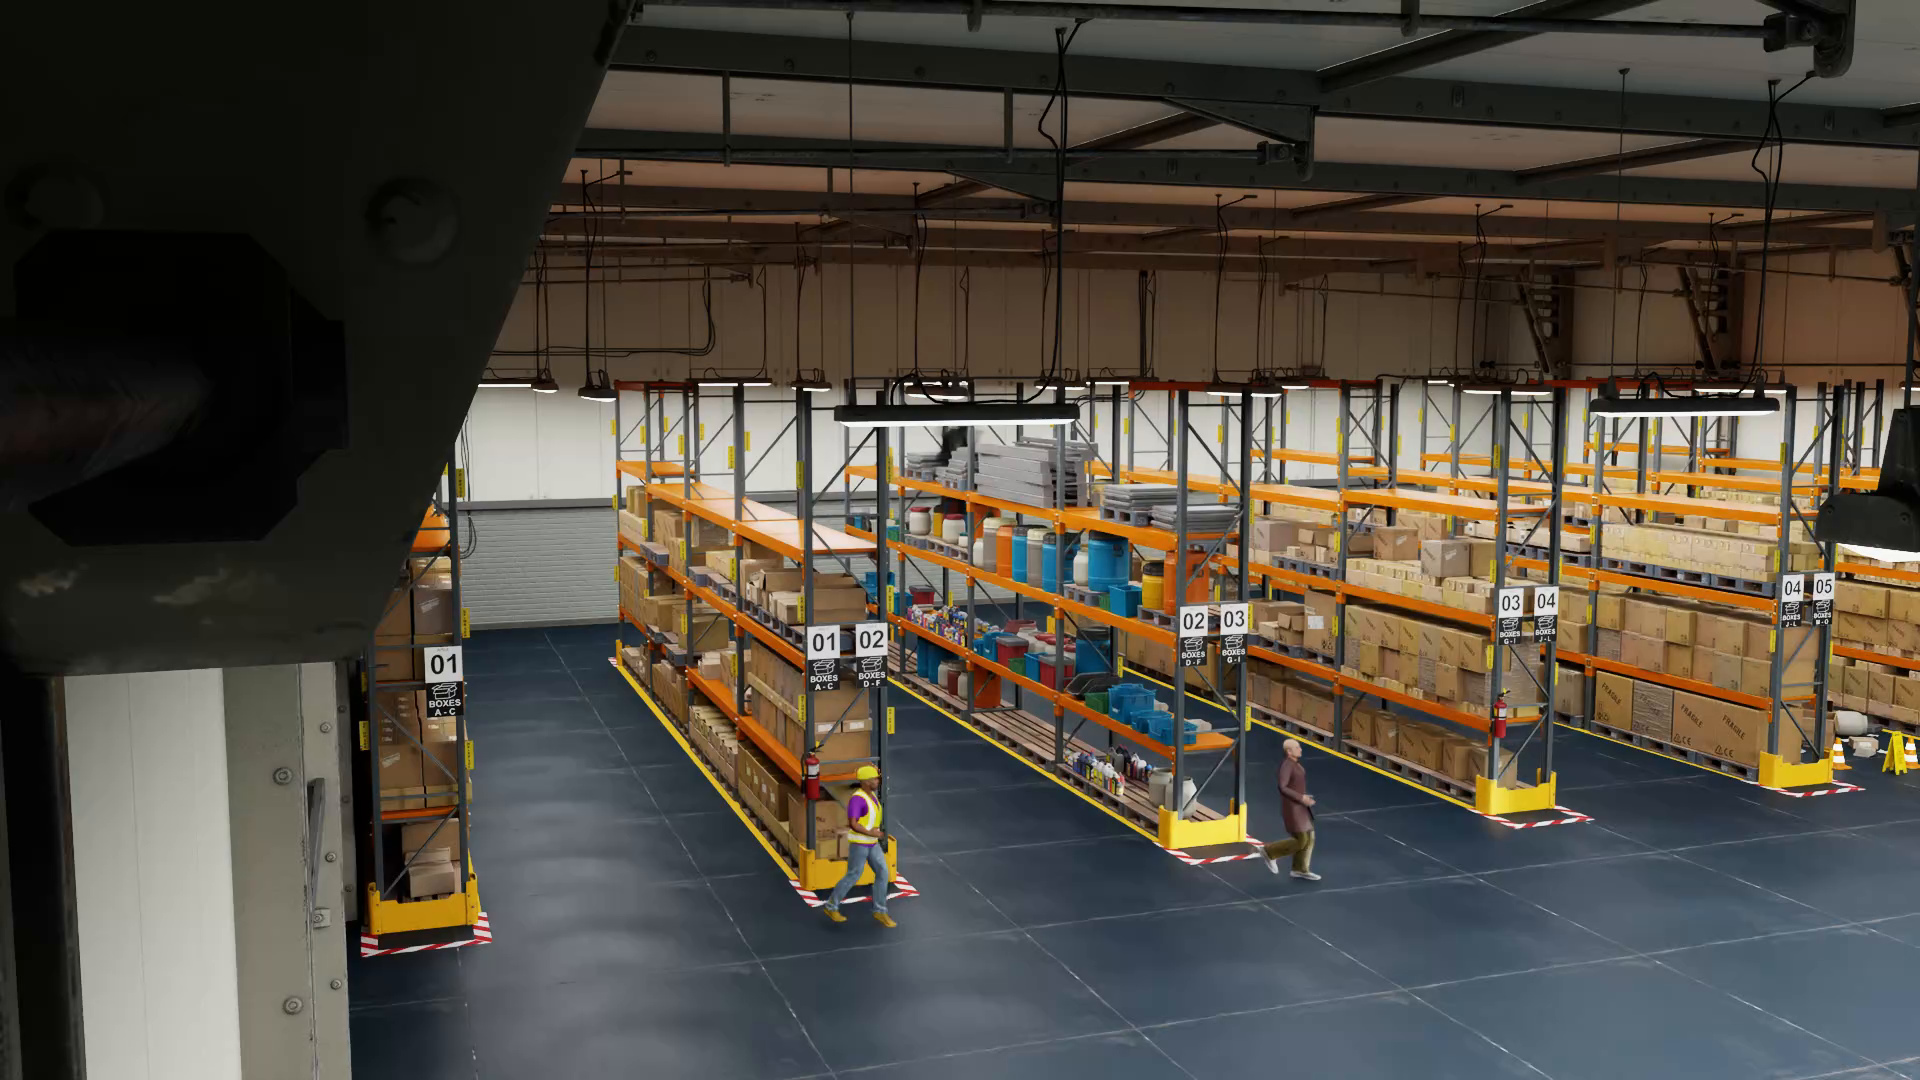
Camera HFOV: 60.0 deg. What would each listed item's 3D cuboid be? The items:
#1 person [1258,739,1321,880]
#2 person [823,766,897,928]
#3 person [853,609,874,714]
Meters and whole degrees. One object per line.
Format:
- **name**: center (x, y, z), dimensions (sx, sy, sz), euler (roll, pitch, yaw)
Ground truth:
- **person**: center (4.068, 3.315, 20.451), dimensions (0.756, 1.761, 0.726), euler (2, 6, 17)
- **person**: center (-1.070, 3.460, 18.882), dimensions (0.824, 1.792, 0.761), euler (2, 6, 18)
- **person**: center (-1.694, 2.056, 28.994), dimensions (0.674, 1.816, 0.882), euler (-3, 7, -28)
